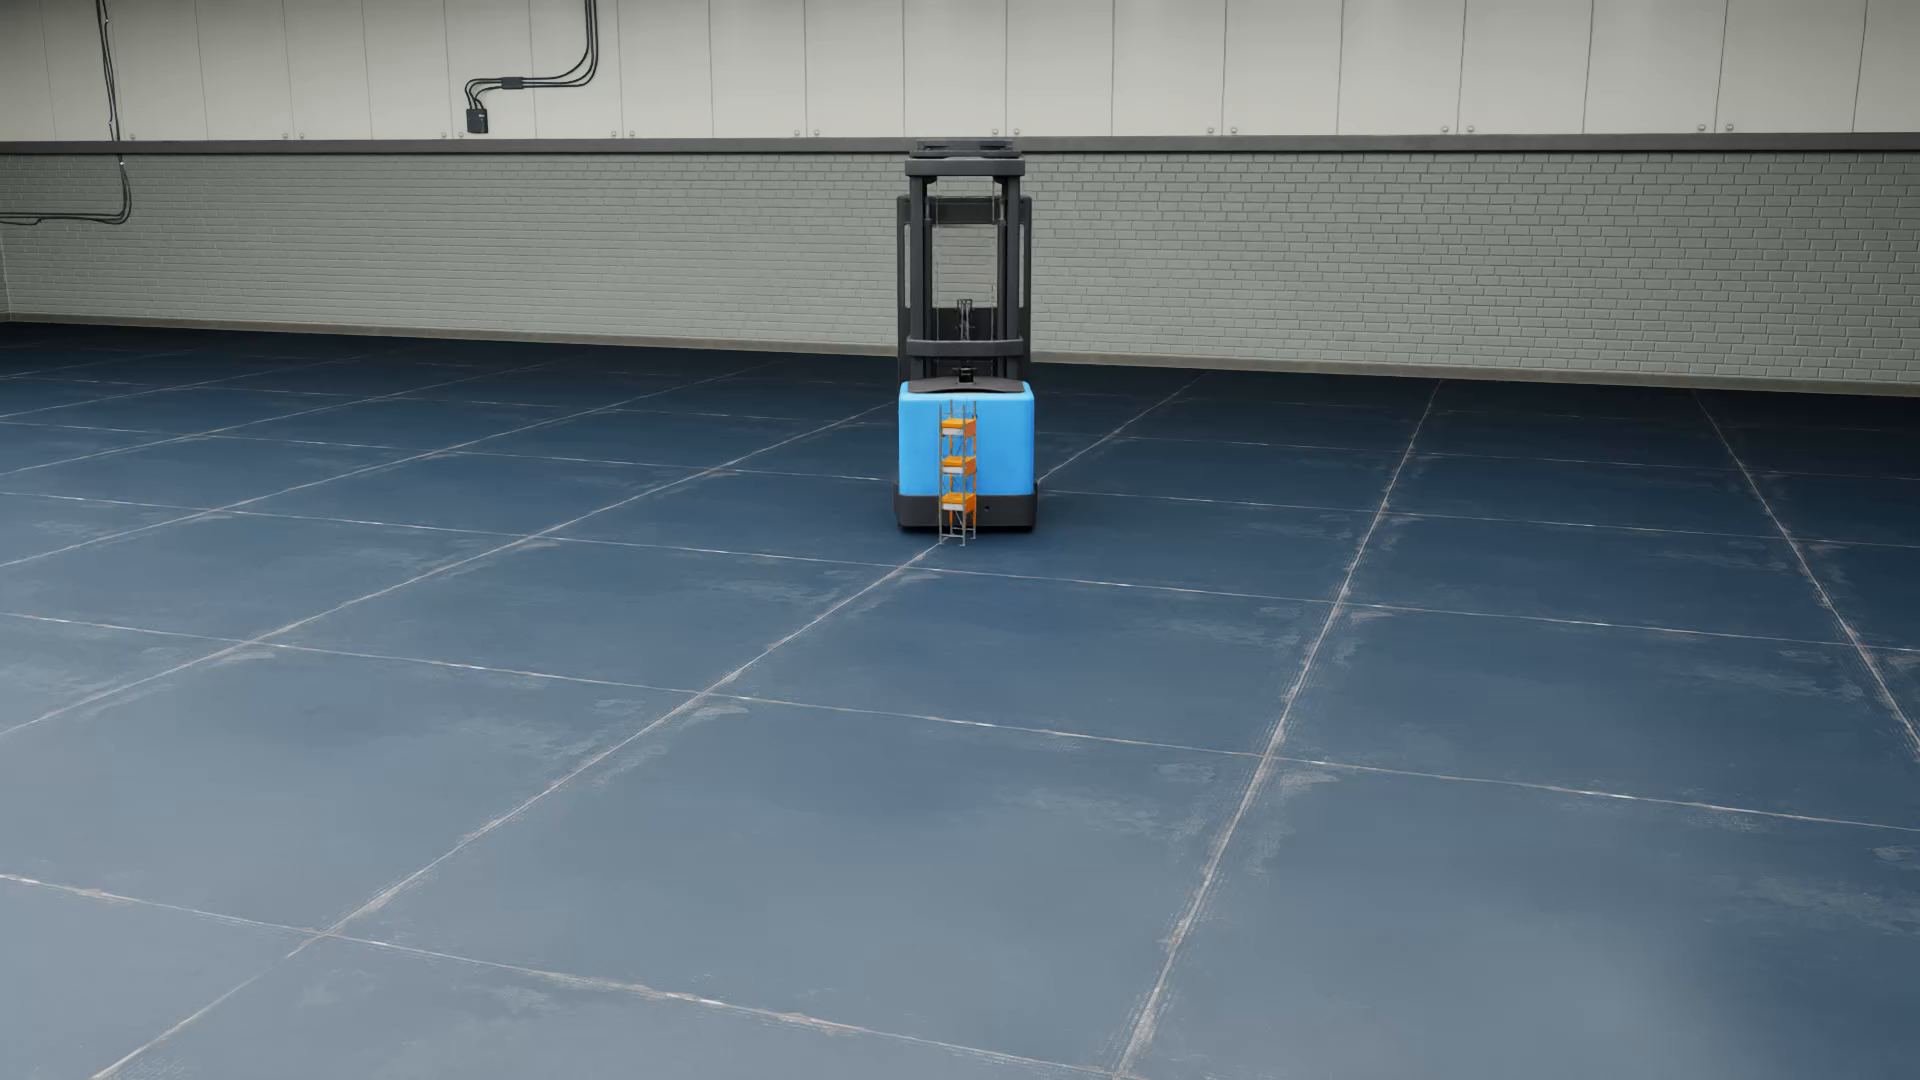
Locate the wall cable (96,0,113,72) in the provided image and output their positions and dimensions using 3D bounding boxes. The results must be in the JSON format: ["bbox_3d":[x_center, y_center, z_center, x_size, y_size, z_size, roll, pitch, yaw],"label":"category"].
[{"bbox_3d":[-12.900,-8.908,26.921,3.097,2.526,0.112,4,14,18],"label":"wall cable"}]

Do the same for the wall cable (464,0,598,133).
[{"bbox_3d":[-6.482,-9.125,24.603,2.305,6.003,0.169,4,14,18],"label":"wall cable"}]

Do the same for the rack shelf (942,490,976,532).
[{"bbox_3d":[-0.017,-0.219,12.386,0.215,0.259,0.240,4,14,18],"label":"rack shelf"}]

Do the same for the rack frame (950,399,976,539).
[{"bbox_3d":[0.022,-0.526,12.434,0.200,1.050,0.008,4,14,18],"label":"rack frame"}]

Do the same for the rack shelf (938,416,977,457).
[{"bbox_3d":[-0.017,-0.767,12.261,0.215,0.259,0.240,4,14,18],"label":"rack shelf"}]

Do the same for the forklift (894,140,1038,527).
[{"bbox_3d":[0.029,-1.799,13.784,1.130,2.935,3.031,0,13,-1],"label":"forklift"}]

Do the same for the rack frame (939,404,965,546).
[{"bbox_3d":[-0.057,-0.475,12.209,0.200,1.050,0.008,4,14,18],"label":"rack frame"}]

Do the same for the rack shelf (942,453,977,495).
[{"bbox_3d":[-0.017,-0.490,12.324,0.215,0.259,0.240,4,14,18],"label":"rack shelf"}]

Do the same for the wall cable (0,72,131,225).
[{"bbox_3d":[-15.460,-6.640,28.336,3.097,2.526,0.112,4,14,18],"label":"wall cable"}]

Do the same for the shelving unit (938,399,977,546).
[{"bbox_3d":[-0.017,-0.501,12.322,0.215,1.050,0.252,4,14,18],"label":"shelving unit"}]
